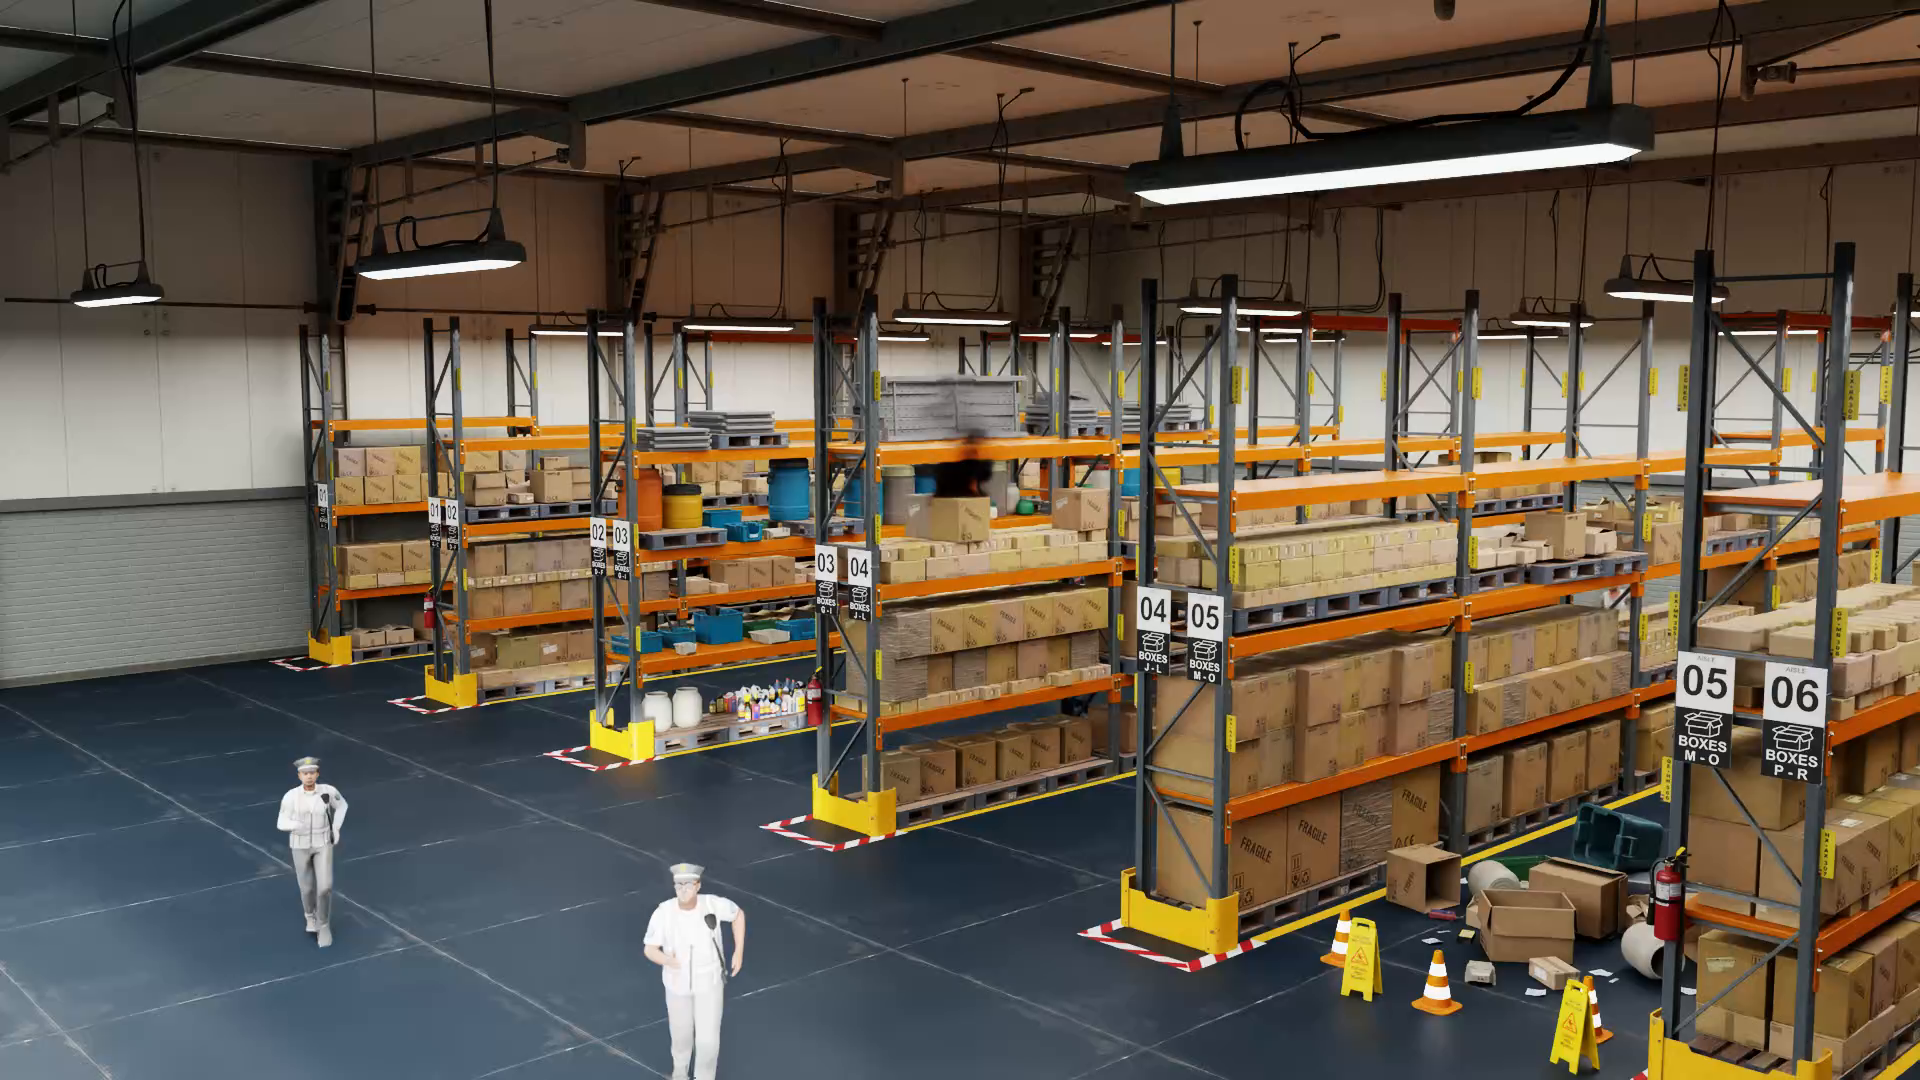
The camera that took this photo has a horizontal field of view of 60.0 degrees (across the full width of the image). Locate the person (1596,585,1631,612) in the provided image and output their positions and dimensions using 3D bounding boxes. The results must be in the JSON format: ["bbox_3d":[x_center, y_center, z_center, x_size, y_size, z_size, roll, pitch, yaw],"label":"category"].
[{"bbox_3d":[11.007,1.467,27.895,0.683,1.782,0.903,5,8,42],"label":"person"}]

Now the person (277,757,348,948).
[{"bbox_3d":[-5.851,2.810,15.052,0.592,1.734,0.684,-2,6,-19],"label":"person"}]

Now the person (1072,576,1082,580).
[{"bbox_3d":[2.428,1.050,32.772,0.611,1.619,0.651,4,7,35],"label":"person"}]

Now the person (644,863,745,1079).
[{"bbox_3d":[-1.855,3.121,11.645,0.673,1.832,0.911,0,6,-3],"label":"person"}]

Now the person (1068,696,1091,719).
[{"bbox_3d":[1.627,1.977,23.640,0.557,1.596,0.881,5,8,42],"label":"person"}]
